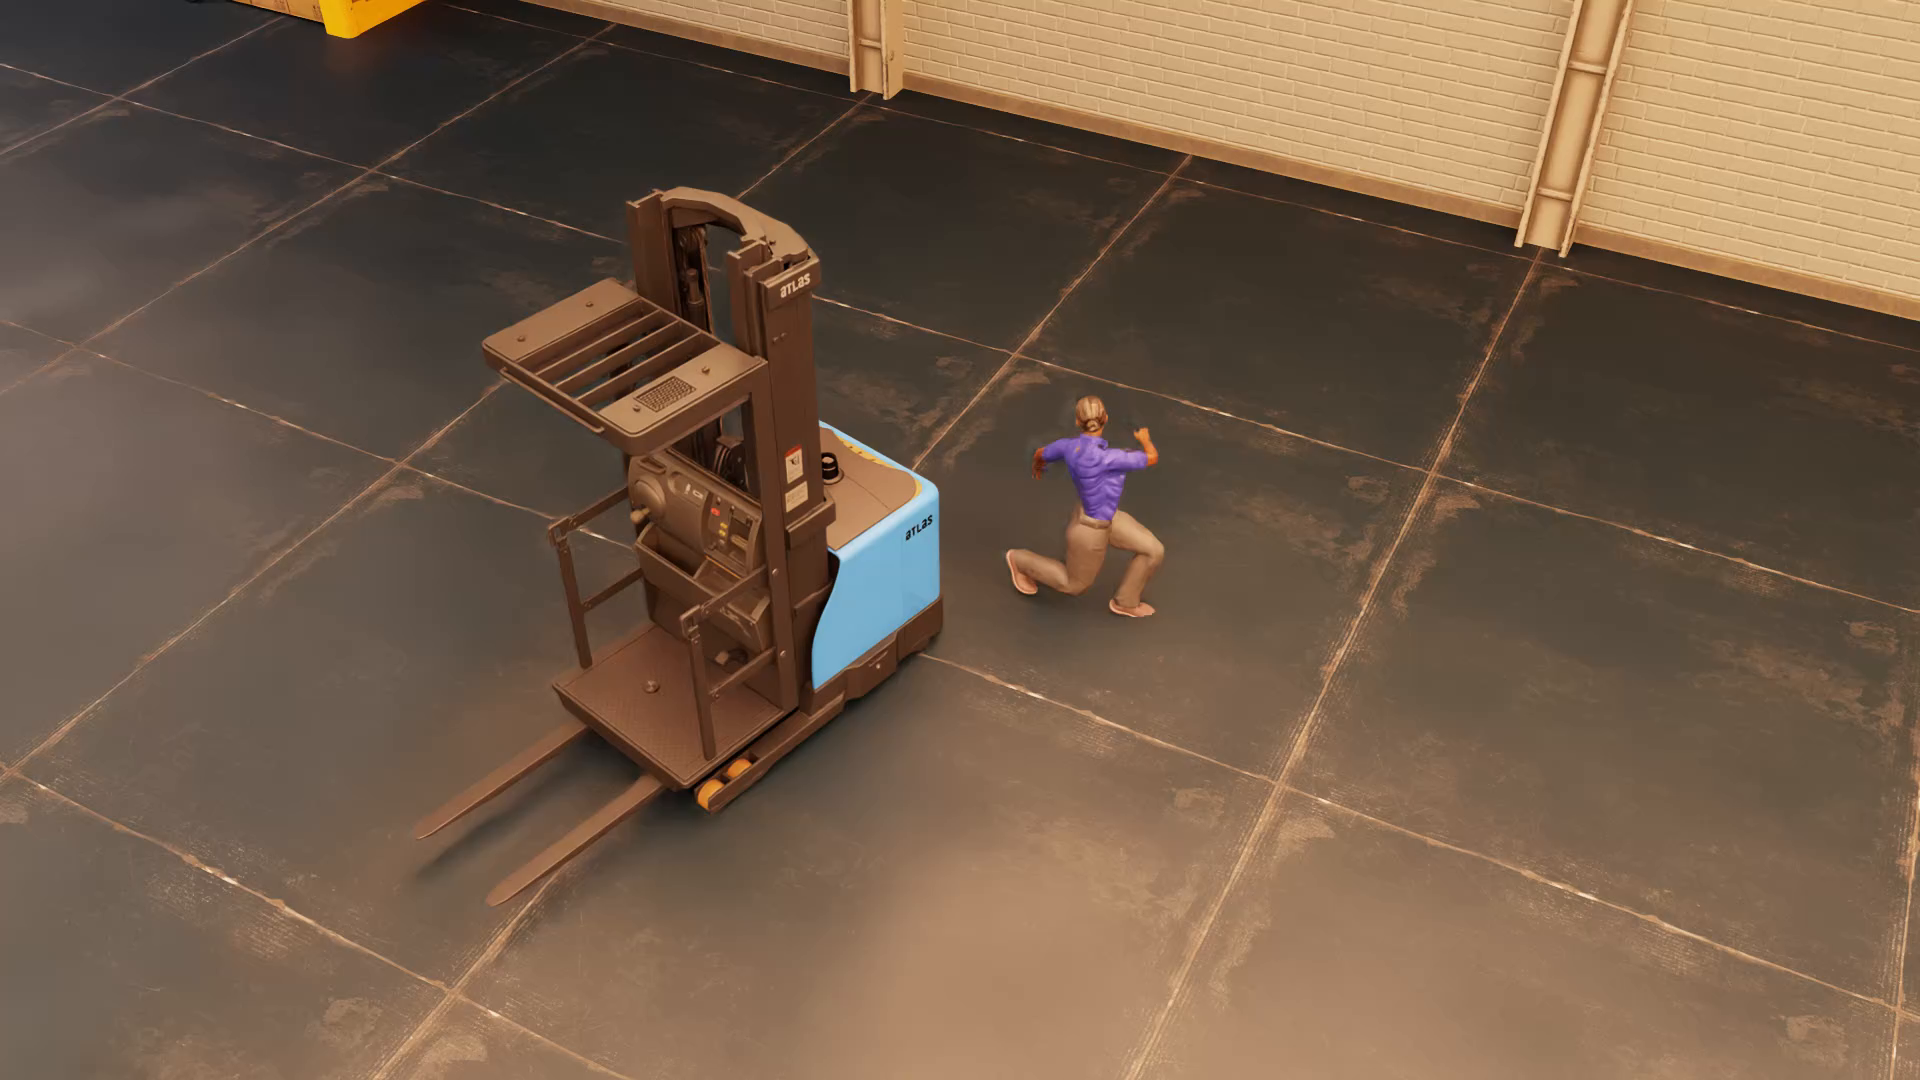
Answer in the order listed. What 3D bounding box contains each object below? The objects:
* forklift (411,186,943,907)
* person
[{"bbox_3d":[-1.454,-0.088,8.091,1.130,2.935,3.031,30,48,31],"label":"forklift"},{"bbox_3d":[0.724,-0.219,9.490,0.916,1.431,0.685,4,40,5],"label":"person"}]
